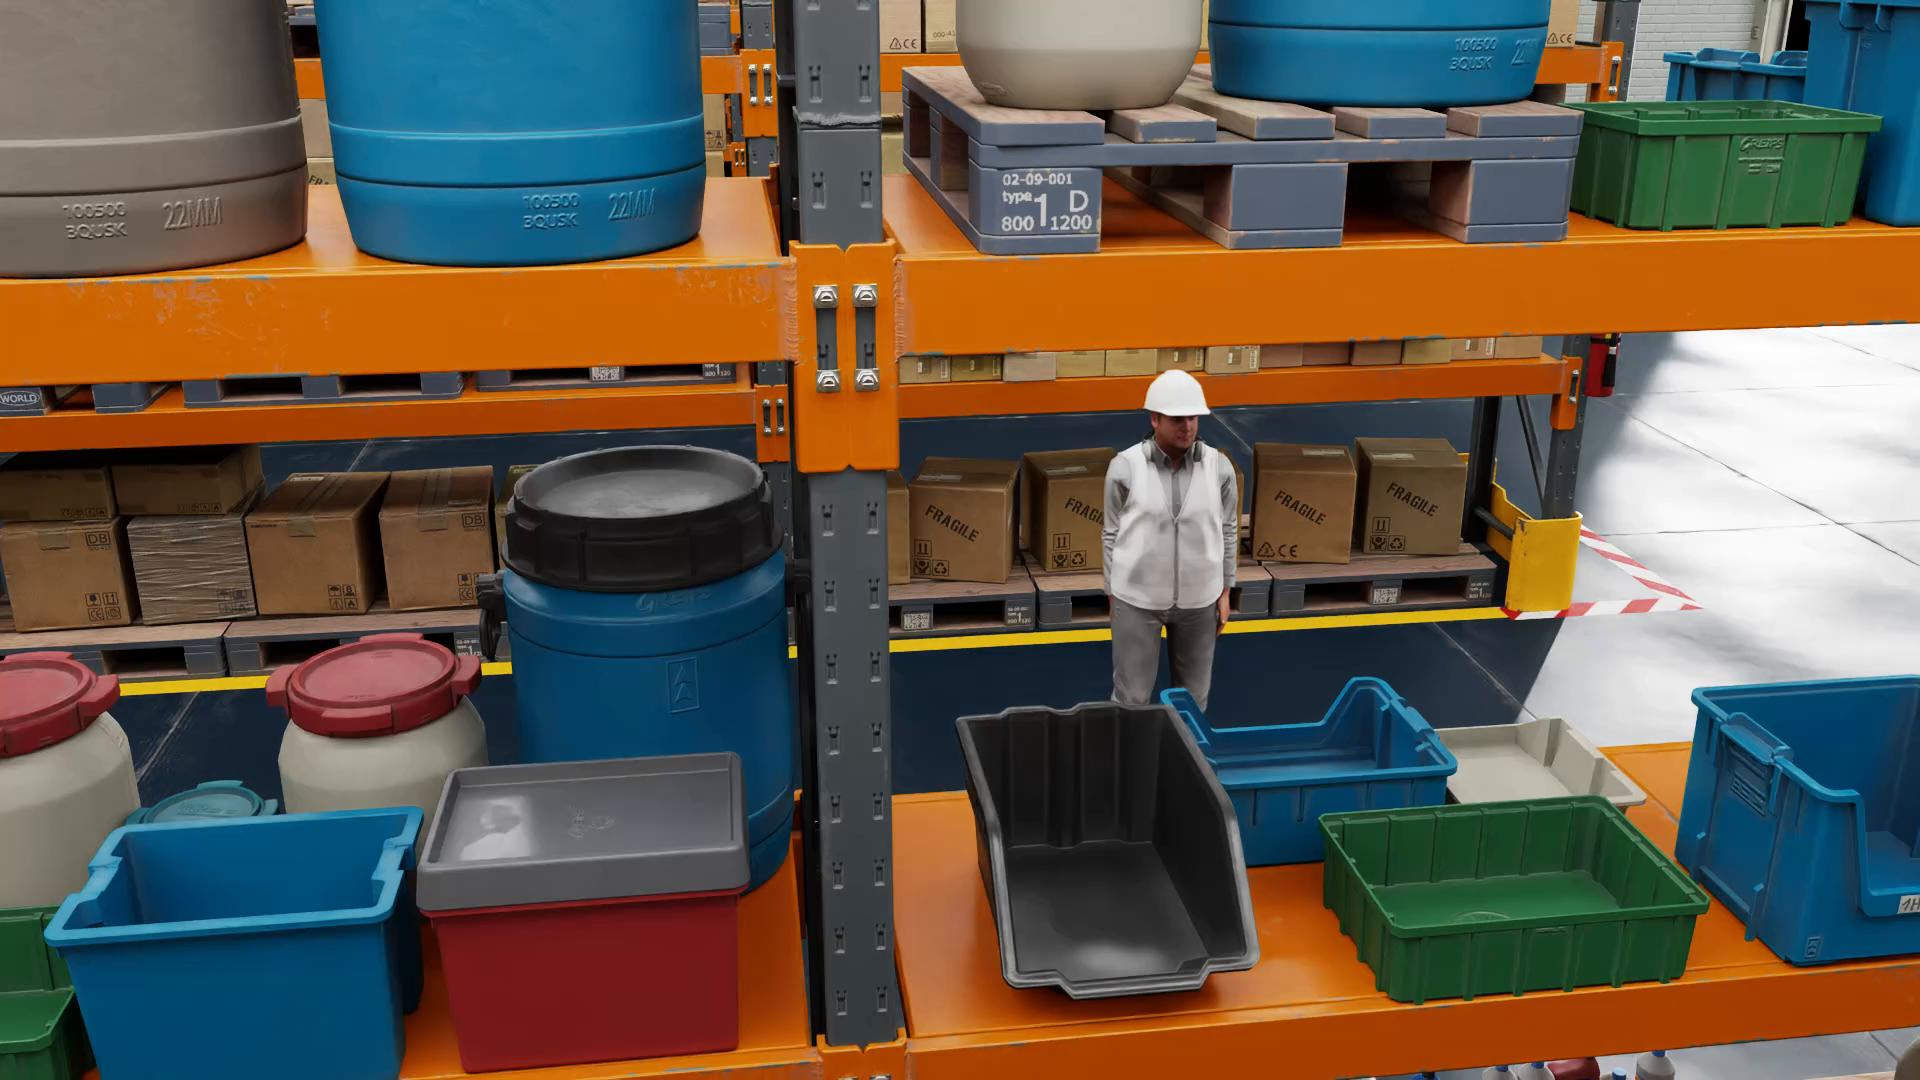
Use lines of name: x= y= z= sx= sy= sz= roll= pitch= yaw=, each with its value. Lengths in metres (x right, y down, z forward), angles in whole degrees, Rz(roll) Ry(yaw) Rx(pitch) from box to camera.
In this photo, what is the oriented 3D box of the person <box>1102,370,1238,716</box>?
person: x=0.812 y=0.213 z=6.453 sx=0.531 sy=1.765 sz=0.359 roll=-2 pitch=20 yaw=-6
